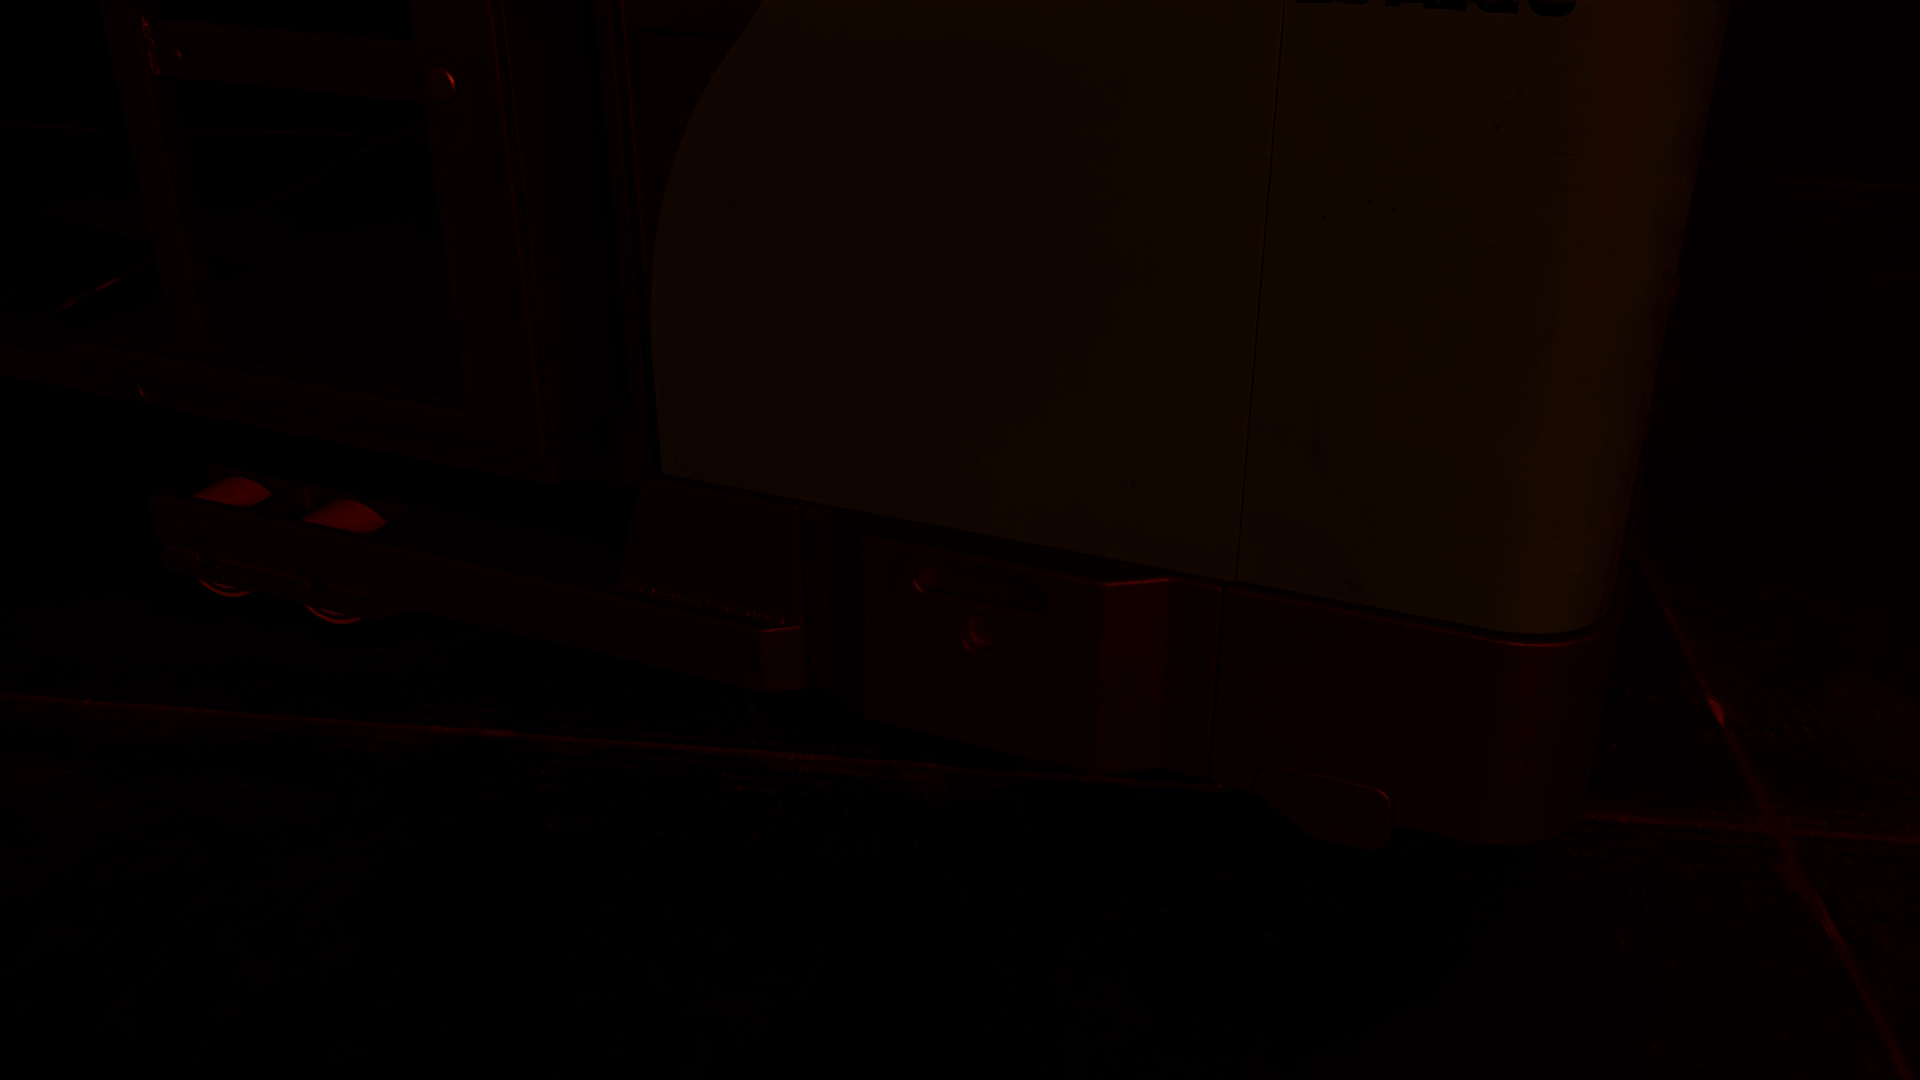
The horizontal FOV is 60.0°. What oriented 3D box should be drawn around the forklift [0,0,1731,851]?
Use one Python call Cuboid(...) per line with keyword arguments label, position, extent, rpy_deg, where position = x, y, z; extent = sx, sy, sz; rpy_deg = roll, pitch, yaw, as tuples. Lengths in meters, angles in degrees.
Cuboid(label="forklift", position=(-0.566, -1.400, 2.023), extent=(3.031, 2.935, 1.130), rpy_deg=(11, 29, 21))
